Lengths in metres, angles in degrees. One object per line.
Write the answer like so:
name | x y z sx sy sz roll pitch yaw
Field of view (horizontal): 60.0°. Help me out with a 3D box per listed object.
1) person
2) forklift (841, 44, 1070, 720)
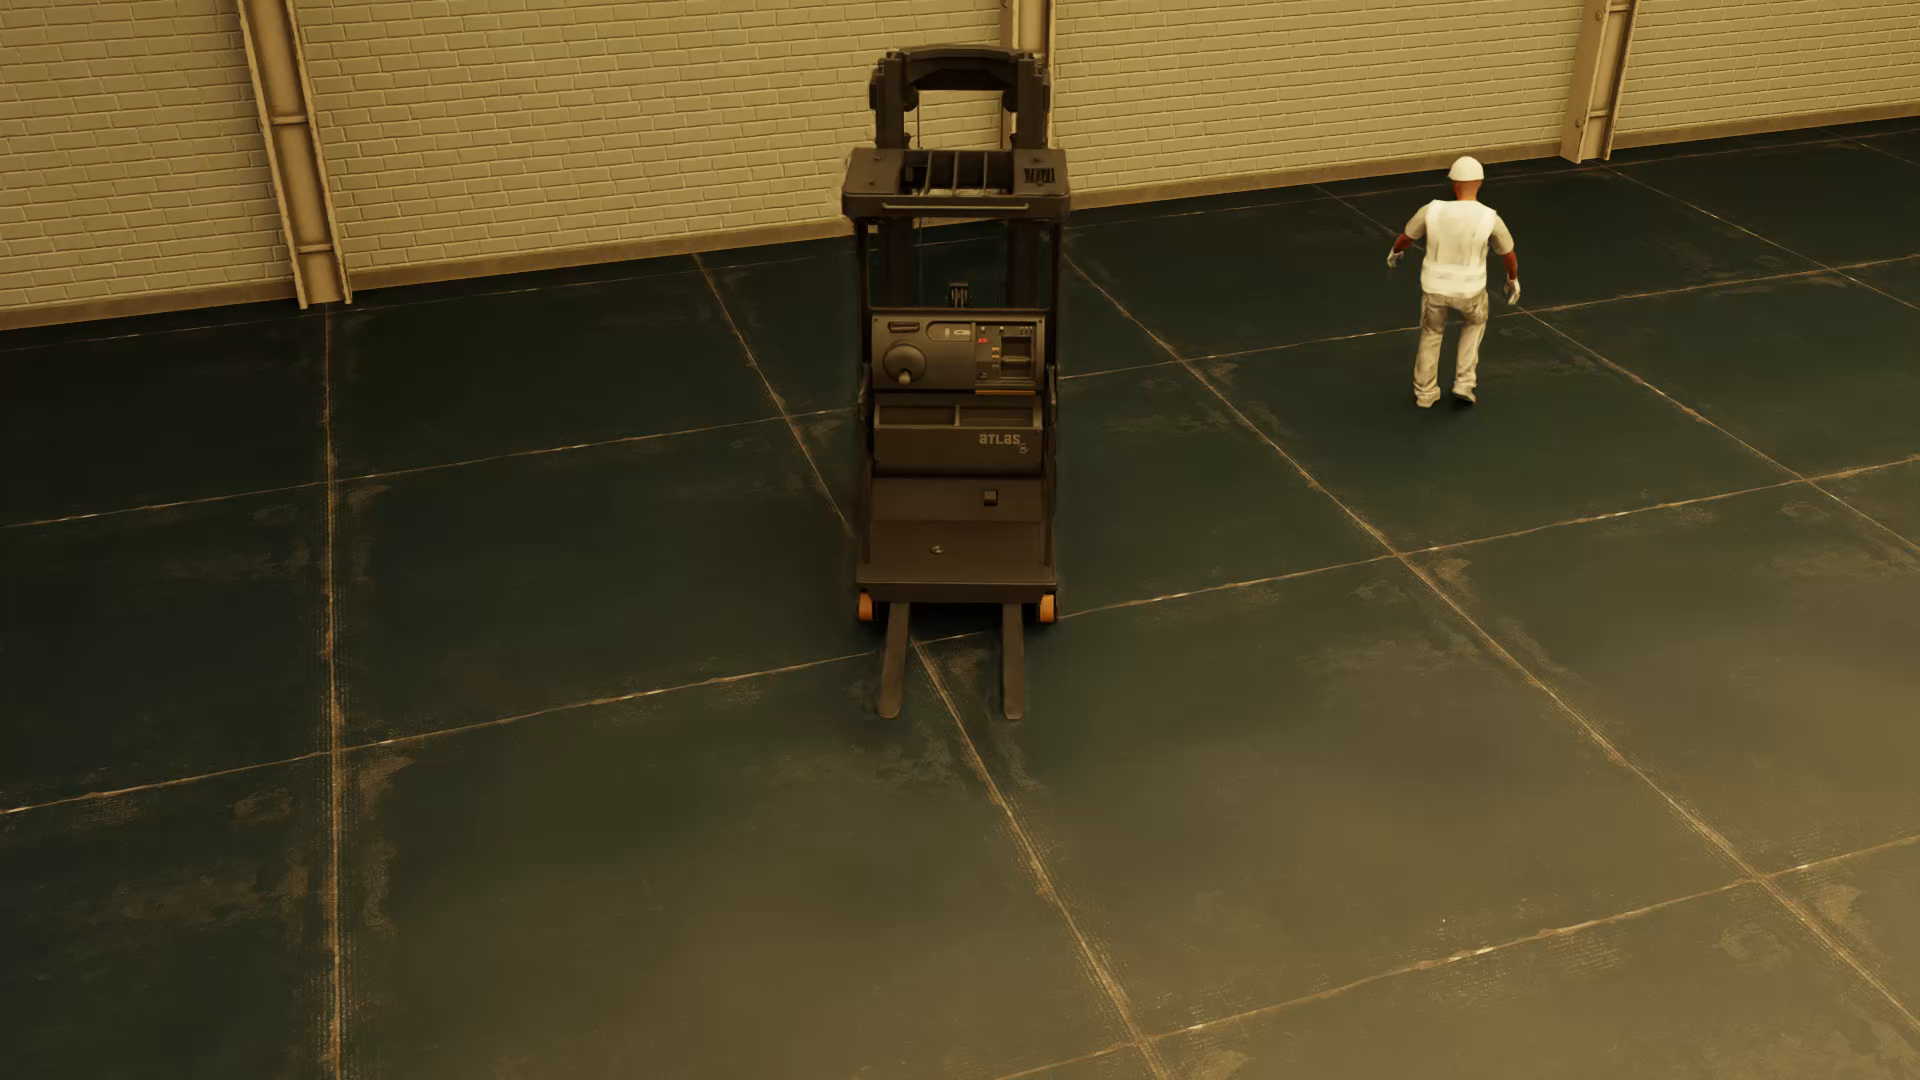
person | 3.330 -1.736 11.314 0.913 1.788 0.488 14 33 23
forklift | -0.012 -0.966 8.766 1.130 2.935 3.031 1 30 1
